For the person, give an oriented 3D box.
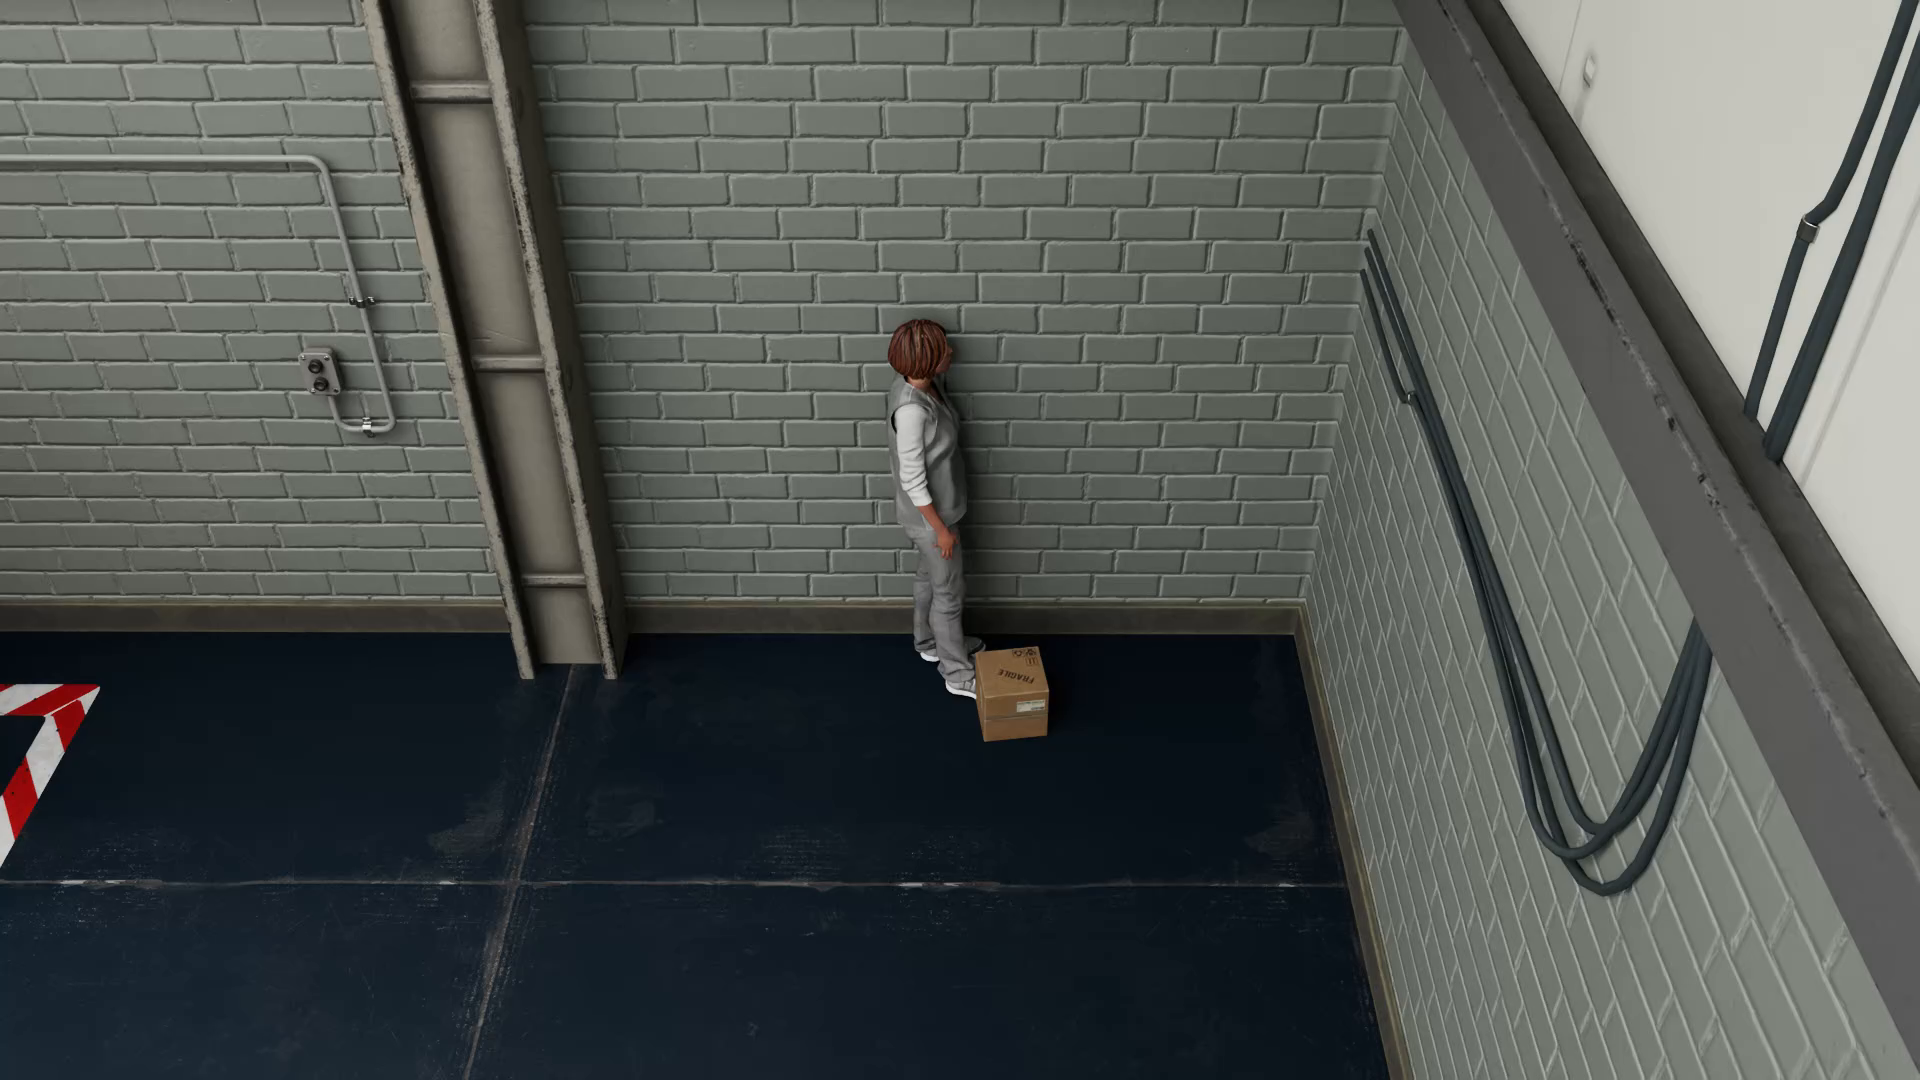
[{"bbox_3d":[-0.029,-0.124,6.296,0.474,1.598,0.519,0,40,0],"label":"person"}]
